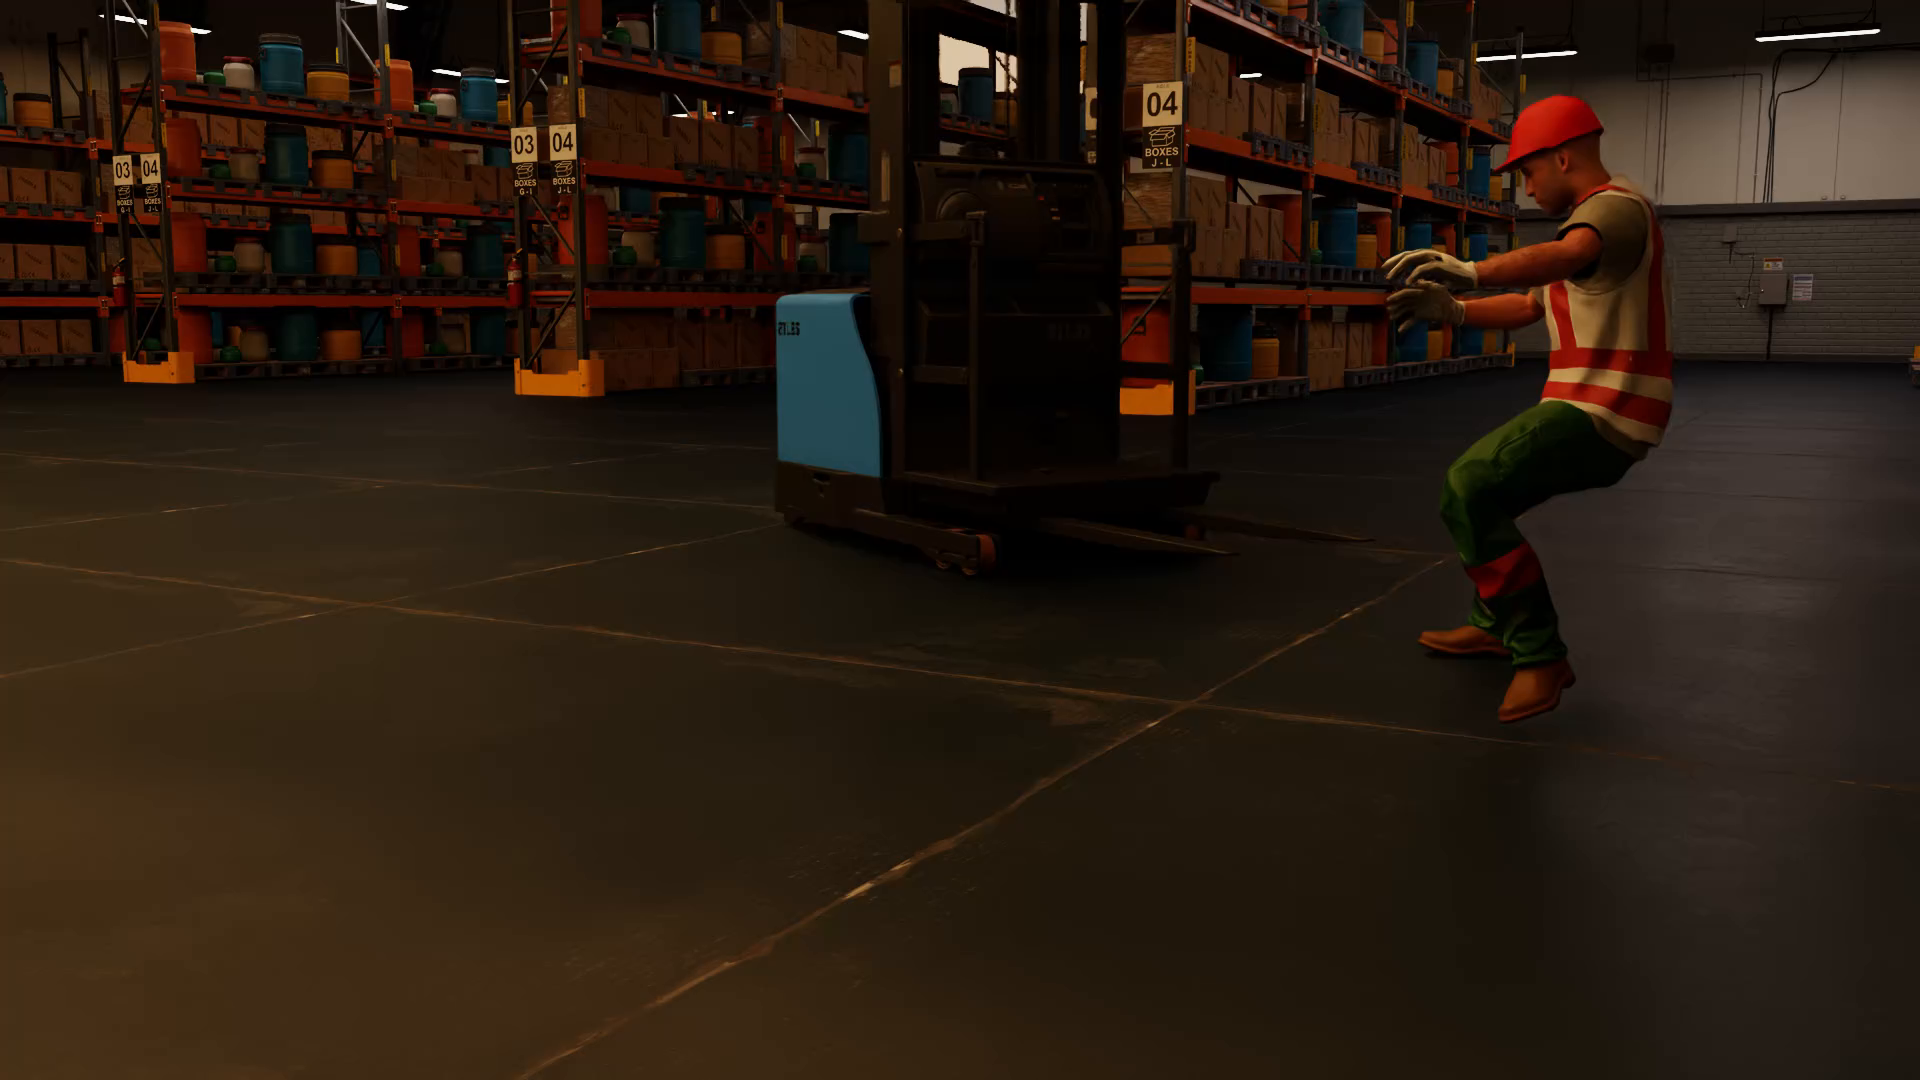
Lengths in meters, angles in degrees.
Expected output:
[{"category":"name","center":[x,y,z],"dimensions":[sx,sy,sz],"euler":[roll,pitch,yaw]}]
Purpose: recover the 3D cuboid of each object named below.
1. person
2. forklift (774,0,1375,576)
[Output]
[{"category":"person","center":[1.438,-0.359,4.290],"dimensions":[0.738,1.544,1.103],"euler":[3,9,23]},{"category":"forklift","center":[0.341,-1.386,6.636],"dimensions":[1.130,2.935,3.031],"euler":[-5,9,-32]}]
